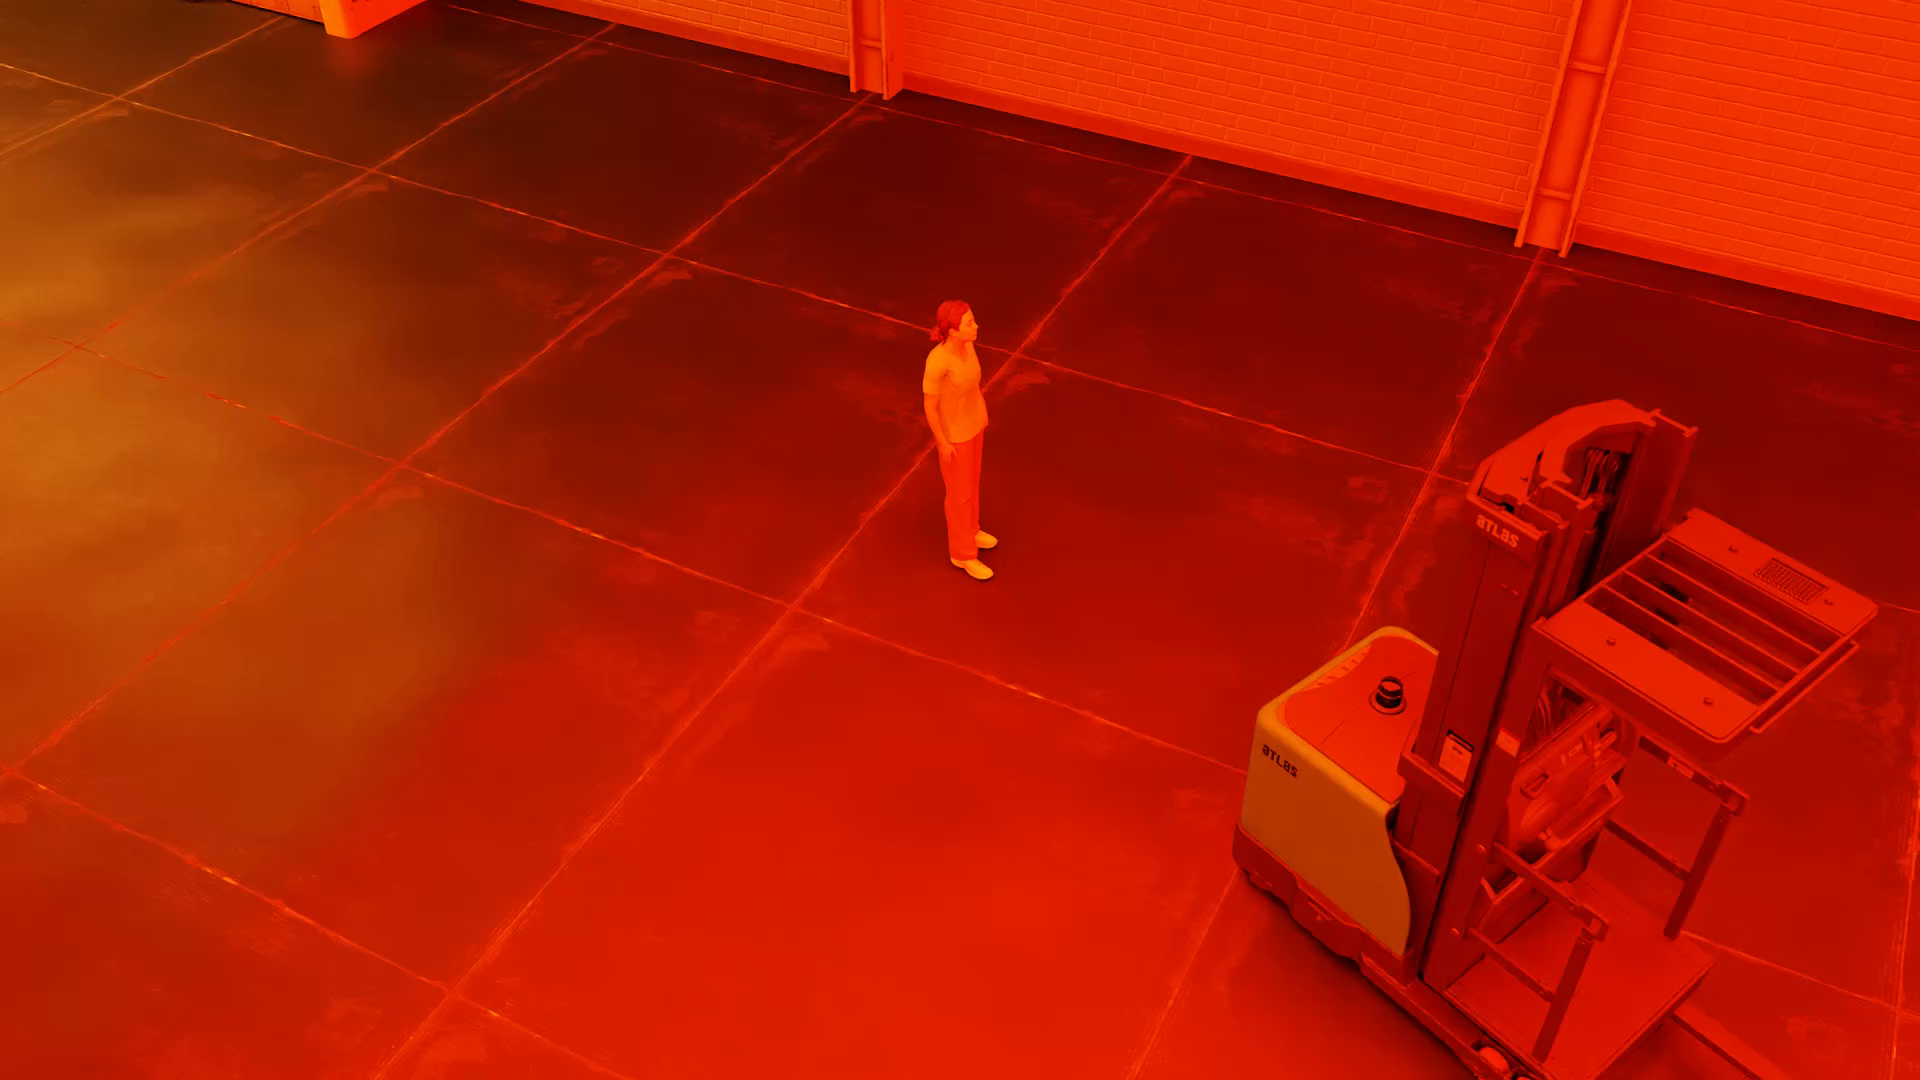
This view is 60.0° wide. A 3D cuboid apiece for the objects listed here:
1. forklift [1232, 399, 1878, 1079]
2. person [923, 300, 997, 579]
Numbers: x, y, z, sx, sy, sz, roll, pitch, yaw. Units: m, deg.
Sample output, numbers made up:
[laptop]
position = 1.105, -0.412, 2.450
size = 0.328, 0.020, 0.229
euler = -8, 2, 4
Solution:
[forklift]
position = 2.680, 1.025, 6.769
size = 1.130, 2.935, 3.031
euler = -28, 47, -29
[person]
position = 0.060, -0.618, 9.683
size = 0.548, 1.673, 0.553
euler = 18, 43, 21
